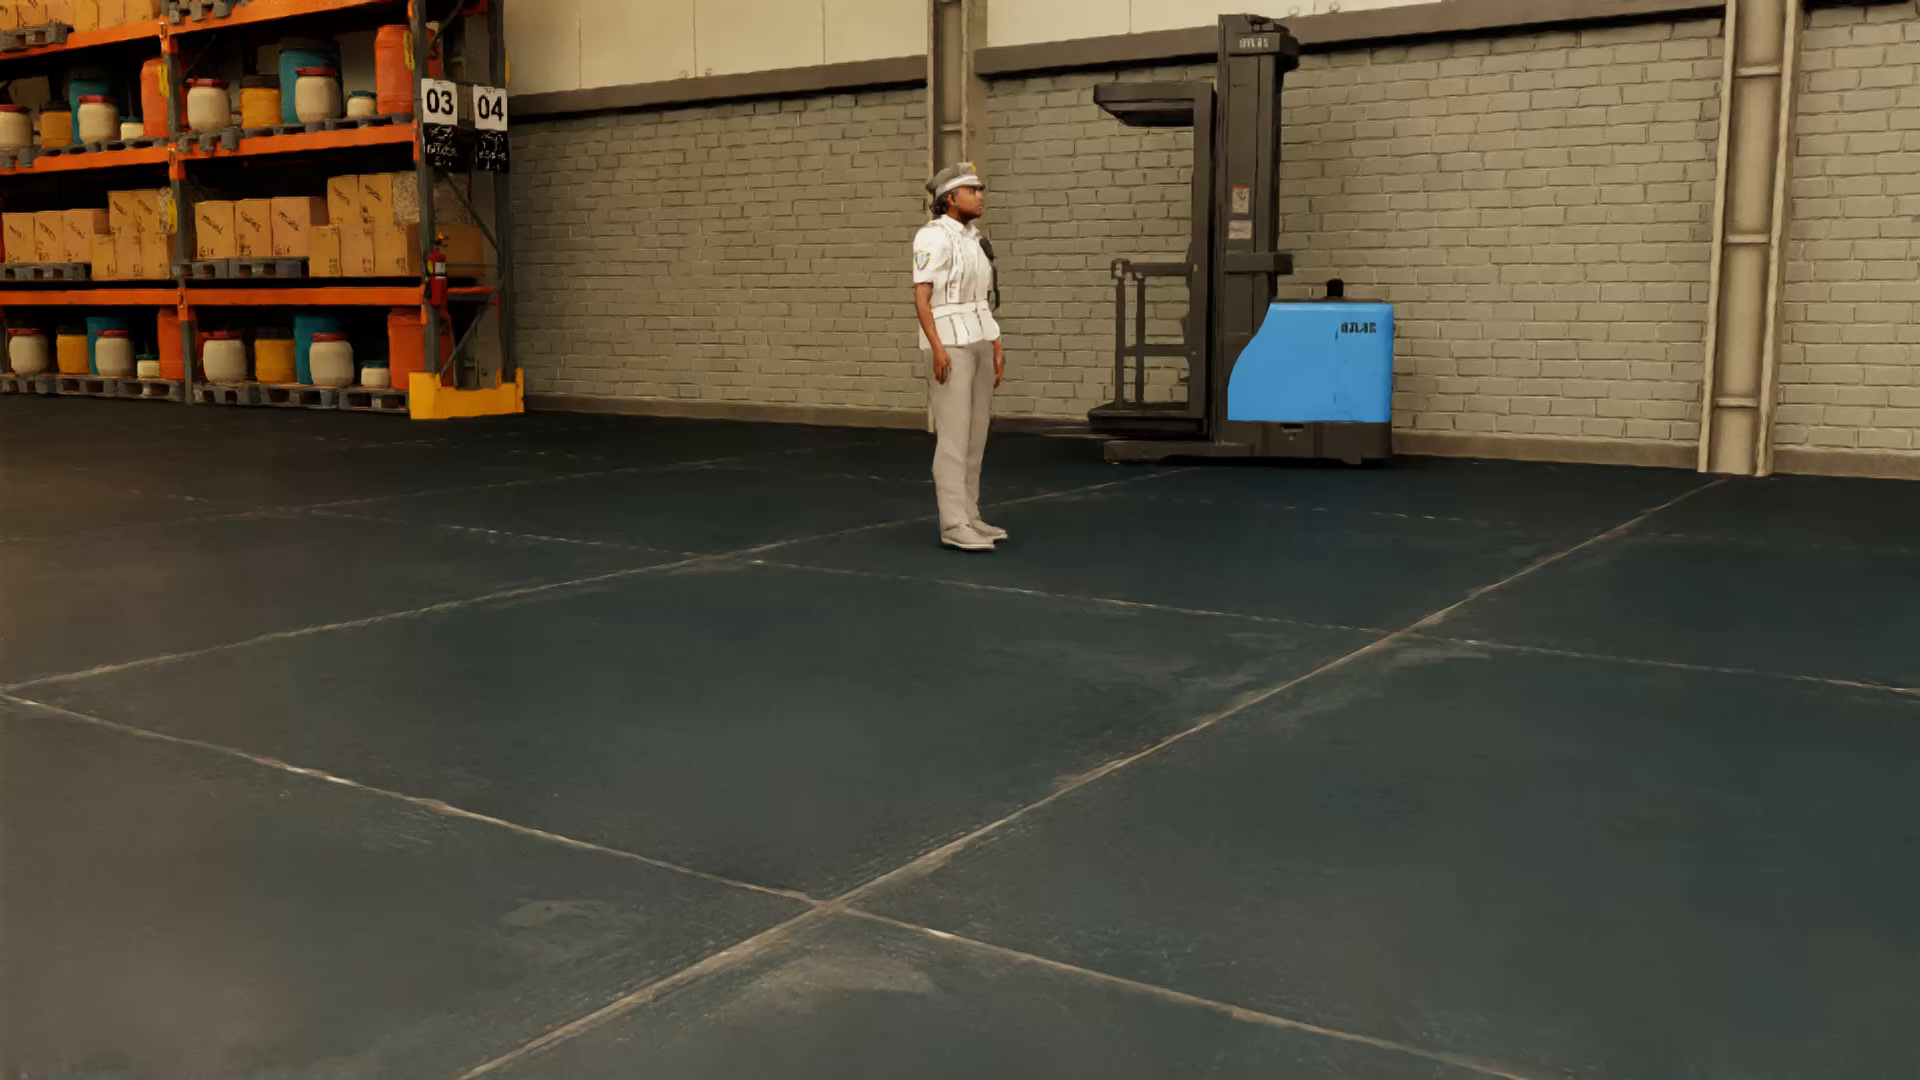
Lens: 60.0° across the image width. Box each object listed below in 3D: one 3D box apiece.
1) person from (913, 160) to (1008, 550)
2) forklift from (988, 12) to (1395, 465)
[{"bbox_3d":[0.051,-0.833,7.426,0.529,1.685,0.570,5,10,34],"label":"person"},{"bbox_3d":[1.446,-2.024,11.428,3.031,2.935,1.130,2,8,14],"label":"forklift"}]
